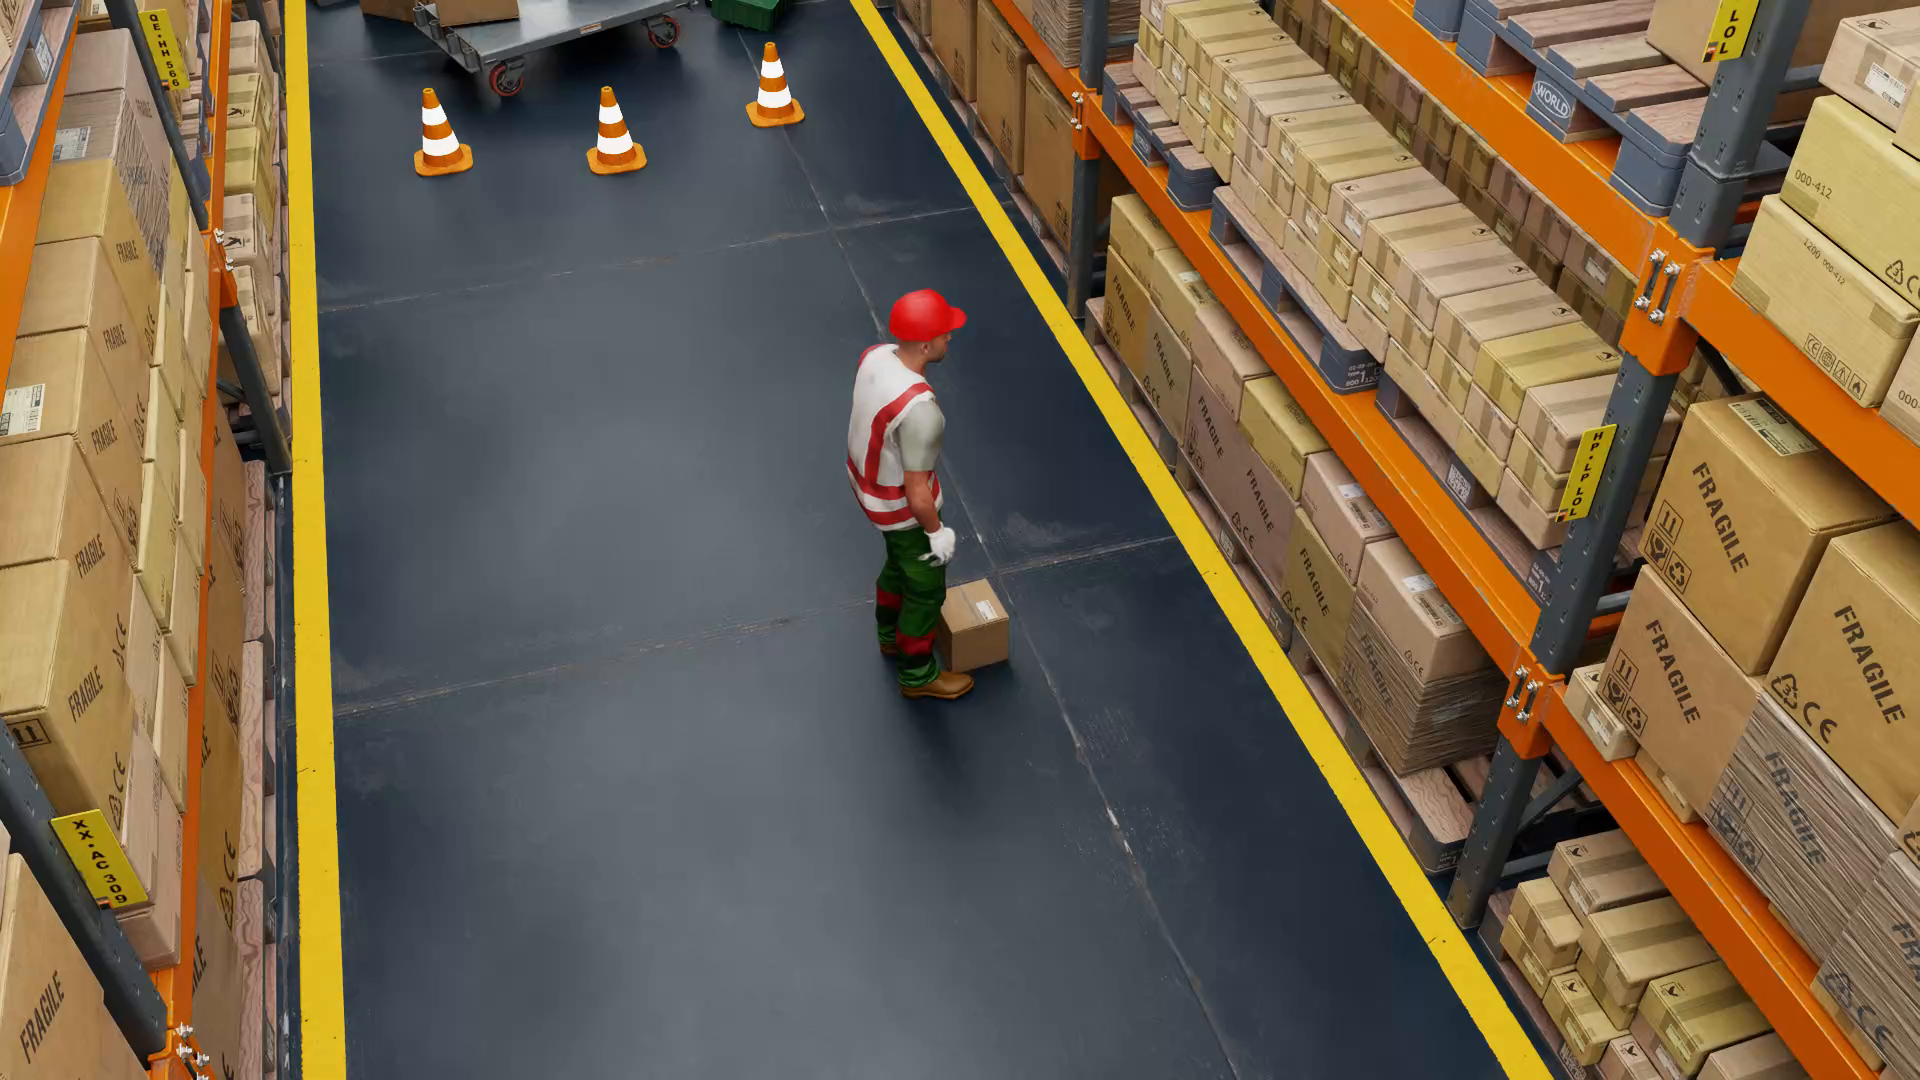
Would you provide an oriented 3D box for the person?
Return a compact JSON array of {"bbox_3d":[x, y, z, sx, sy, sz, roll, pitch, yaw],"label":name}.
[{"bbox_3d":[-0.182,-0.161,6.329,0.449,1.778,0.610,-14,44,-15],"label":"person"}]
